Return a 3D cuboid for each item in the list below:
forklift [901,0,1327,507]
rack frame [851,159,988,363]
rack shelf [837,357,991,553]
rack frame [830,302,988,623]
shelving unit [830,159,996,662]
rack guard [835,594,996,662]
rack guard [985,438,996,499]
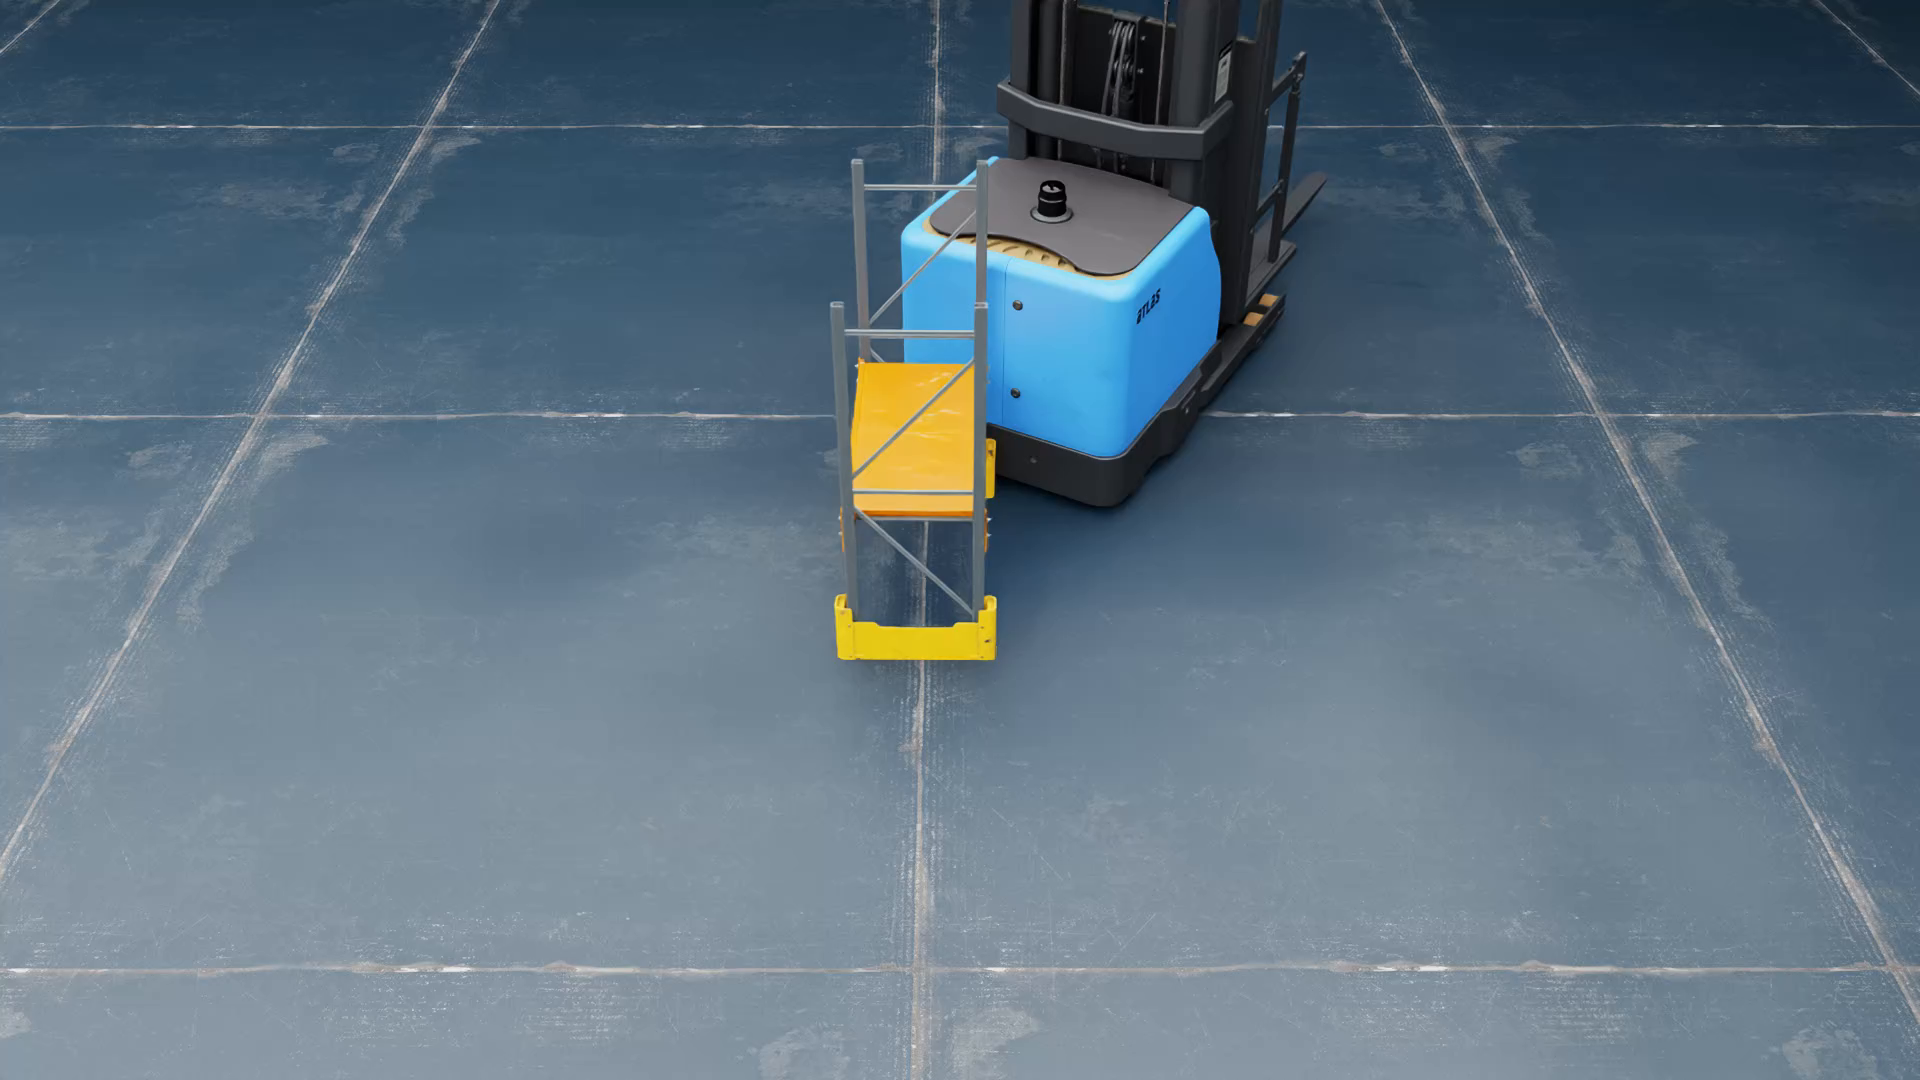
[{"bbox_3d":[0.910,-2.185,7.132,1.130,2.935,3.031,19,43,22],"label":"forklift"},{"bbox_3d":[-0.147,-0.797,6.546,0.500,1.500,0.032,1,39,1],"label":"rack frame"},{"bbox_3d":[-0.155,-0.339,6.262,0.538,0.185,1.000,1,39,1],"label":"rack shelf"},{"bbox_3d":[-0.162,-0.162,5.752,0.500,1.500,0.032,1,39,1],"label":"rack frame"},{"bbox_3d":[-0.155,-0.474,6.142,0.587,1.500,1.083,1,39,1],"label":"shelving unit"},{"bbox_3d":[-0.162,0.325,6.144,0.587,0.250,0.087,1,39,1],"label":"rack guard"},{"bbox_3d":[-0.147,-0.298,6.921,0.587,0.250,0.087,1,39,1],"label":"rack guard"}]
